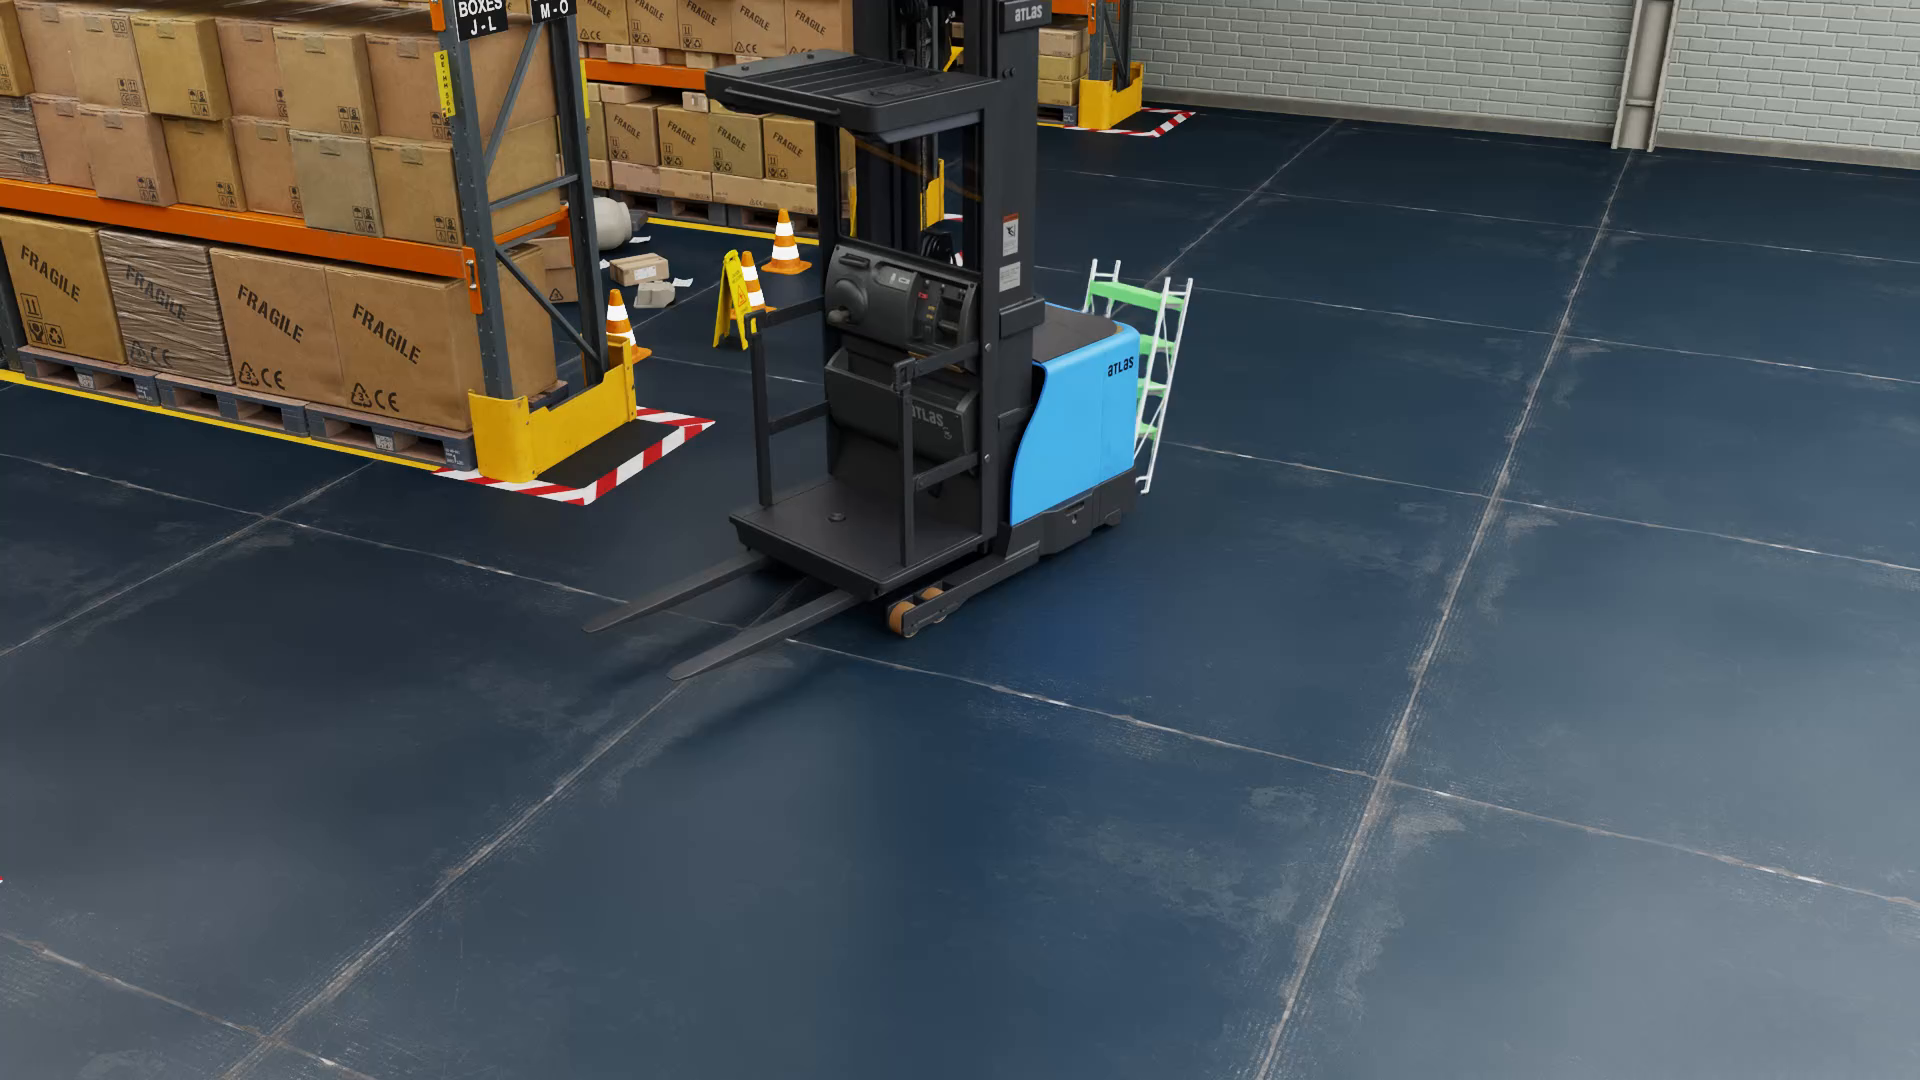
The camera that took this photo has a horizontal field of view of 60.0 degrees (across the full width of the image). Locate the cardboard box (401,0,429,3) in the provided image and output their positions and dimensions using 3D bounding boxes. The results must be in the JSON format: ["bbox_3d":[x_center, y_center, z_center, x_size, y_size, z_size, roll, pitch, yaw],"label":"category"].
[{"bbox_3d":[-4.599,-5.025,14.635,0.500,0.500,0.500,11,28,21],"label":"cardboard box"}]

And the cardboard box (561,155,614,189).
[{"bbox_3d":[-3.168,-3.311,14.717,0.500,0.250,0.500,13,29,25],"label":"cardboard box"}]

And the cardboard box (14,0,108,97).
[{"bbox_3d":[-5.171,-3.074,10.205,0.550,0.550,0.875,11,28,22],"label":"cardboard box"}]

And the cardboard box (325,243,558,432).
[{"bbox_3d":[-3.044,-1.258,9.840,0.875,0.875,0.875,12,28,22],"label":"cardboard box"}]

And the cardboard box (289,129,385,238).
[{"bbox_3d":[-3.266,-2.135,9.520,0.550,0.550,0.875,11,28,22],"label":"cardboard box"}]

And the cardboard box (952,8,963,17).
[{"bbox_3d":[-0.121,-5.781,18.601,0.500,0.250,0.500,11,28,21],"label":"cardboard box"}]

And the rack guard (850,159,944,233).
[{"bbox_3d":[-0.512,-2.827,13.926,0.348,0.500,1.175,11,28,22],"label":"rack guard"}]

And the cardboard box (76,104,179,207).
[{"bbox_3d":[-4.747,-2.424,10.108,0.550,0.550,0.875,11,28,22],"label":"cardboard box"}]

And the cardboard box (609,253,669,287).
[{"bbox_3d":[-2.471,-2.083,12.812,0.380,0.149,0.250,-18,31,-31],"label":"cardboard box"}]

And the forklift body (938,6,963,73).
[{"bbox_3d":[-0.873,-5.164,16.803,1.214,2.155,2.313,11,28,22],"label":"forklift body"}]

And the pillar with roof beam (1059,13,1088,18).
[{"bbox_3d":[-0.434,-7.381,13.555,0.400,9.000,9.100,11,28,22],"label":"pillar with roof beam"}]

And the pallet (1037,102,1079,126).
[{"bbox_3d":[0.895,-4.803,18.267,1.213,0.211,1.003,11,28,22],"label":"pallet"}]

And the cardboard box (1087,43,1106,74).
[{"bbox_3d":[1.267,-5.280,18.149,0.500,0.250,0.500,12,29,23],"label":"cardboard box"}]

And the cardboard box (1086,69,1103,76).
[{"bbox_3d":[1.242,-5.054,18.258,0.500,0.250,0.500,11,28,22],"label":"cardboard box"}]

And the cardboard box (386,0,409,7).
[{"bbox_3d":[-4.899,-4.780,14.872,0.250,0.149,0.380,10,28,20],"label":"cardboard box"}]

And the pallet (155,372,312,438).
[{"bbox_3d":[-4.267,-1.013,10.569,1.213,0.211,1.003,11,28,22],"label":"pallet"}]

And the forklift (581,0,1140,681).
[{"bbox_3d":[-0.427,-1.111,7.688,1.130,2.935,3.031,22,34,38],"label":"forklift"}]

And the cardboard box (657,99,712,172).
[{"bbox_3d":[-2.213,-3.457,14.164,0.500,0.500,0.500,11,28,21],"label":"cardboard box"}]

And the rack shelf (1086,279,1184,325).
[{"bbox_3d":[0.961,-1.299,9.080,0.480,0.148,0.258,22,19,37],"label":"rack shelf"}]

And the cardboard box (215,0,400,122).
[{"bbox_3d":[-3.714,-2.782,9.611,0.550,0.550,0.875,11,28,22],"label":"cardboard box"}]

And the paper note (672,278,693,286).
[{"bbox_3d":[-2.127,-1.975,12.727,0.142,0.019,0.148,2,26,4],"label":"paper note"}]

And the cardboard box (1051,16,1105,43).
[{"bbox_3d":[1.249,-5.499,18.028,0.500,0.250,0.500,11,28,21],"label":"cardboard box"}]

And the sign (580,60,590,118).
[{"bbox_3d":[-2.165,-2.572,9.508,0.005,0.325,0.100,11,28,22],"label":"sign"}]

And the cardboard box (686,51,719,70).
[{"bbox_3d":[-2.065,-4.010,13.783,0.250,0.149,0.380,11,28,21],"label":"cardboard box"}]

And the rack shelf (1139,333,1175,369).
[{"bbox_3d":[0.920,-1.071,9.142,0.480,0.148,0.258,22,19,37],"label":"rack shelf"}]

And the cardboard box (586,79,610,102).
[{"bbox_3d":[-3.101,-3.892,14.313,0.250,0.149,0.380,13,29,24],"label":"cardboard box"}]

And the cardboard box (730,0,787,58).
[{"bbox_3d":[-1.505,-4.195,13.424,0.500,0.500,0.500,11,28,22],"label":"cardboard box"}]

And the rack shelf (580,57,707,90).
[{"bbox_3d":[-2.263,-3.978,14.248,4.000,0.370,1.077,11,28,22],"label":"rack shelf"}]

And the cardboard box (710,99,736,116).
[{"bbox_3d":[-1.869,-3.646,13.814,0.250,0.149,0.380,12,29,23],"label":"cardboard box"}]

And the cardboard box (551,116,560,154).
[{"bbox_3d":[-3.659,-3.741,14.741,0.500,0.500,0.500,13,29,24],"label":"cardboard box"}]

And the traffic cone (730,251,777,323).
[{"bbox_3d":[-1.518,-1.848,11.980,0.334,0.463,0.336,11,28,22],"label":"traffic cone"}]

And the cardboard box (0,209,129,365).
[{"bbox_3d":[-5.497,-1.749,10.837,0.875,0.875,0.875,12,29,23],"label":"cardboard box"}]

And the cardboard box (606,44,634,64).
[{"bbox_3d":[-2.769,-4.129,14.025,0.250,0.149,0.380,12,28,22],"label":"cardboard box"}]

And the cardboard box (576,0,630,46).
[{"bbox_3d":[-2.881,-4.472,13.988,0.500,0.500,0.500,11,28,21],"label":"cardboard box"}]

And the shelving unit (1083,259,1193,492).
[{"bbox_3d":[0.890,-0.903,9.188,0.503,1.200,0.258,22,19,37],"label":"shelving unit"}]

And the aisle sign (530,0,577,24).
[{"bbox_3d":[-2.211,-3.200,8.910,0.004,0.787,0.394,11,28,22],"label":"aisle sign"}]

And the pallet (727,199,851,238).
[{"bbox_3d":[-1.237,-2.860,14.321,1.213,0.211,1.003,11,28,22],"label":"pallet"}]

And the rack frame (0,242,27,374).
[{"bbox_3d":[-6.041,-2.657,10.751,0.127,3.000,1.000,11,28,22],"label":"rack frame"}]

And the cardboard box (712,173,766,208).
[{"bbox_3d":[-1.758,-3.027,14.140,0.500,0.250,0.500,11,28,22],"label":"cardboard box"}]
